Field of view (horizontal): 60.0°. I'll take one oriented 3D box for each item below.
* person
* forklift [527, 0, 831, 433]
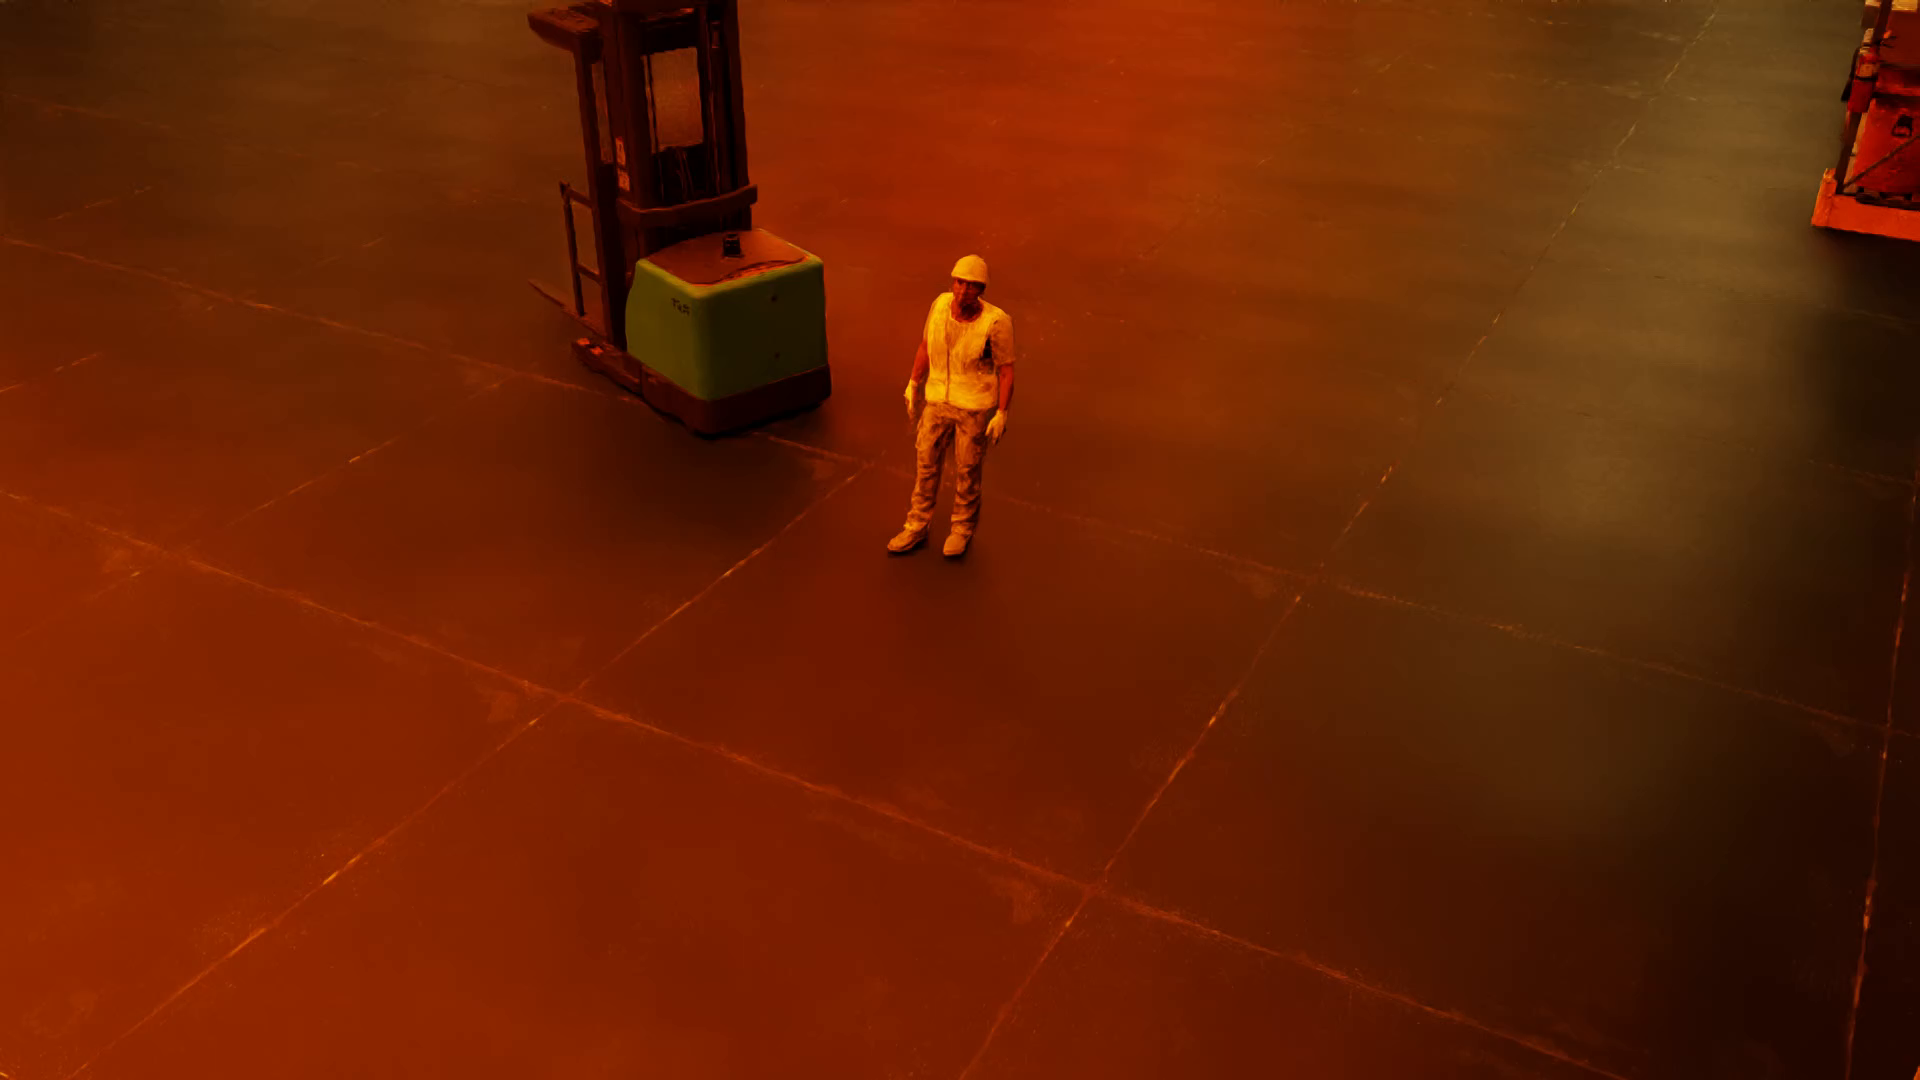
[{"bbox_3d":[-0.042,-0.749,9.502,0.655,1.782,0.576,15,33,25],"label":"person"},{"bbox_3d":[-2.214,-2.652,11.666,1.130,2.935,3.031,-22,36,-33],"label":"forklift"}]
